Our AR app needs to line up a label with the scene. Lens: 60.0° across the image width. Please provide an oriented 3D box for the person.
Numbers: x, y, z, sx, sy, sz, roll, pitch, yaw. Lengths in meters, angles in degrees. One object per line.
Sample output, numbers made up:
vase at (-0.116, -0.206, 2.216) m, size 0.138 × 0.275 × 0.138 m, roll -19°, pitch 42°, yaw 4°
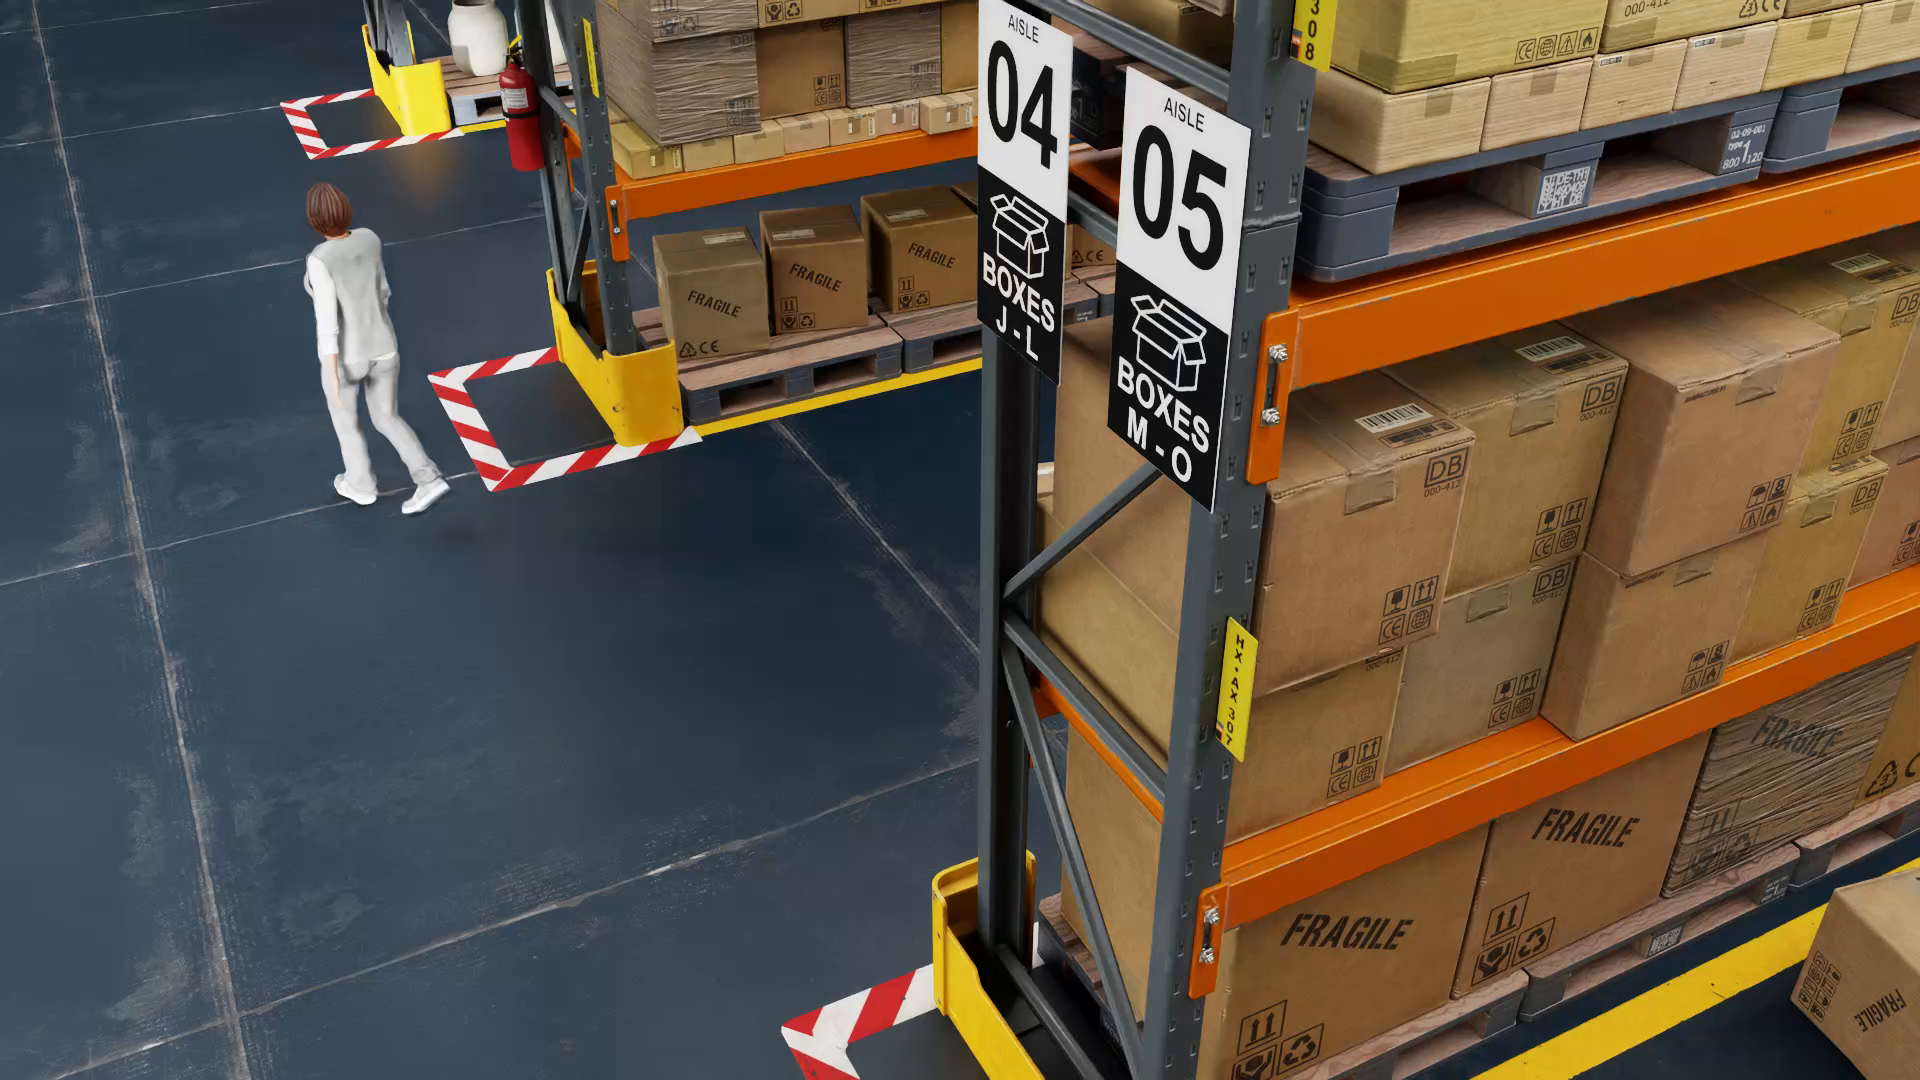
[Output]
person at (-2.628, -0.808, 7.367) m, size 0.775 × 1.558 × 0.466 m, roll 26°, pitch 41°, yaw 33°
